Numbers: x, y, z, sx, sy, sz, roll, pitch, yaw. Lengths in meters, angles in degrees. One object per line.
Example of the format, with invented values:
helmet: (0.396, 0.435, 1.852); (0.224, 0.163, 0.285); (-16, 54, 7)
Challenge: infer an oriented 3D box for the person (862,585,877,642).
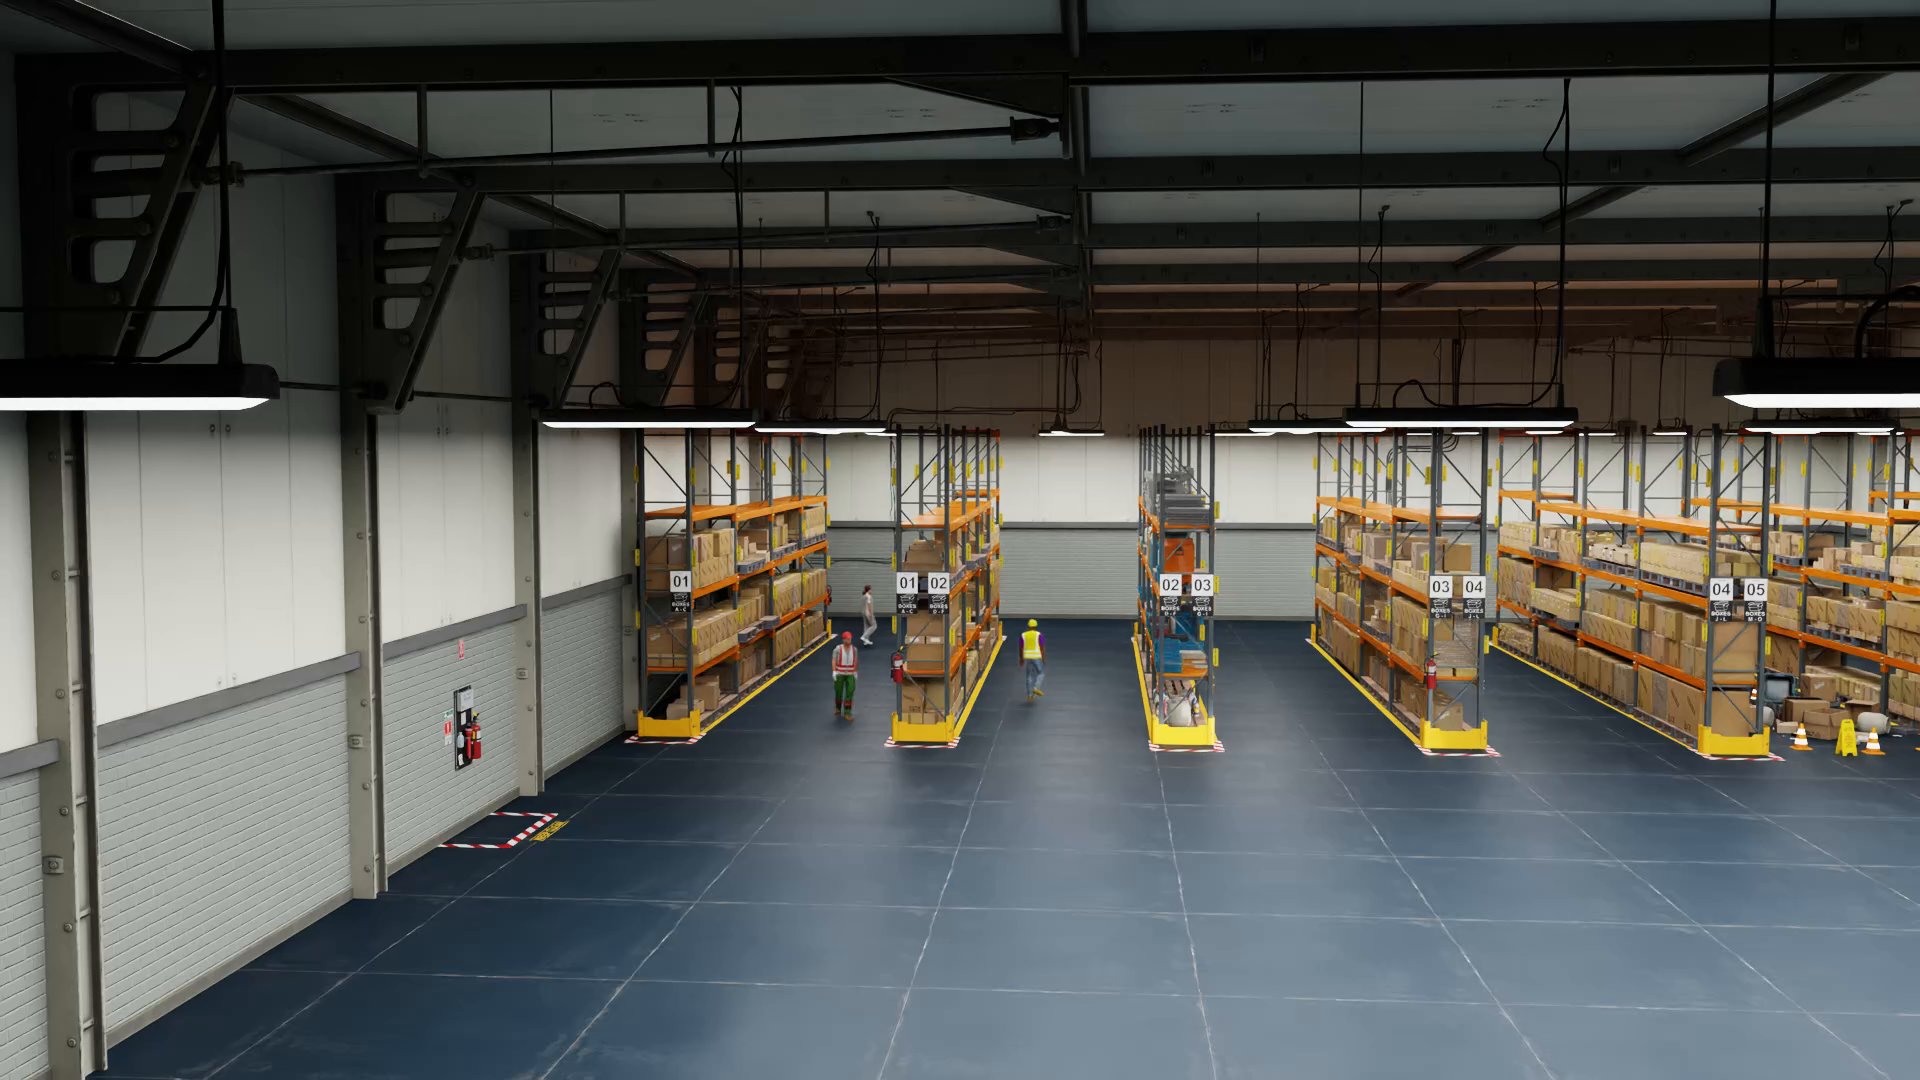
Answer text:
person: (-2.576, 2.047, 46.152); (0.439, 1.606, 0.474); (-2, 4, -28)

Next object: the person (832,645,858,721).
person: (-2.330, 2.910, 34.124); (0.573, 1.509, 0.808); (-1, 4, -22)

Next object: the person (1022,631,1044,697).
person: (1.598, 2.704, 36.532); (0.453, 1.444, 0.451); (1, 4, 19)
